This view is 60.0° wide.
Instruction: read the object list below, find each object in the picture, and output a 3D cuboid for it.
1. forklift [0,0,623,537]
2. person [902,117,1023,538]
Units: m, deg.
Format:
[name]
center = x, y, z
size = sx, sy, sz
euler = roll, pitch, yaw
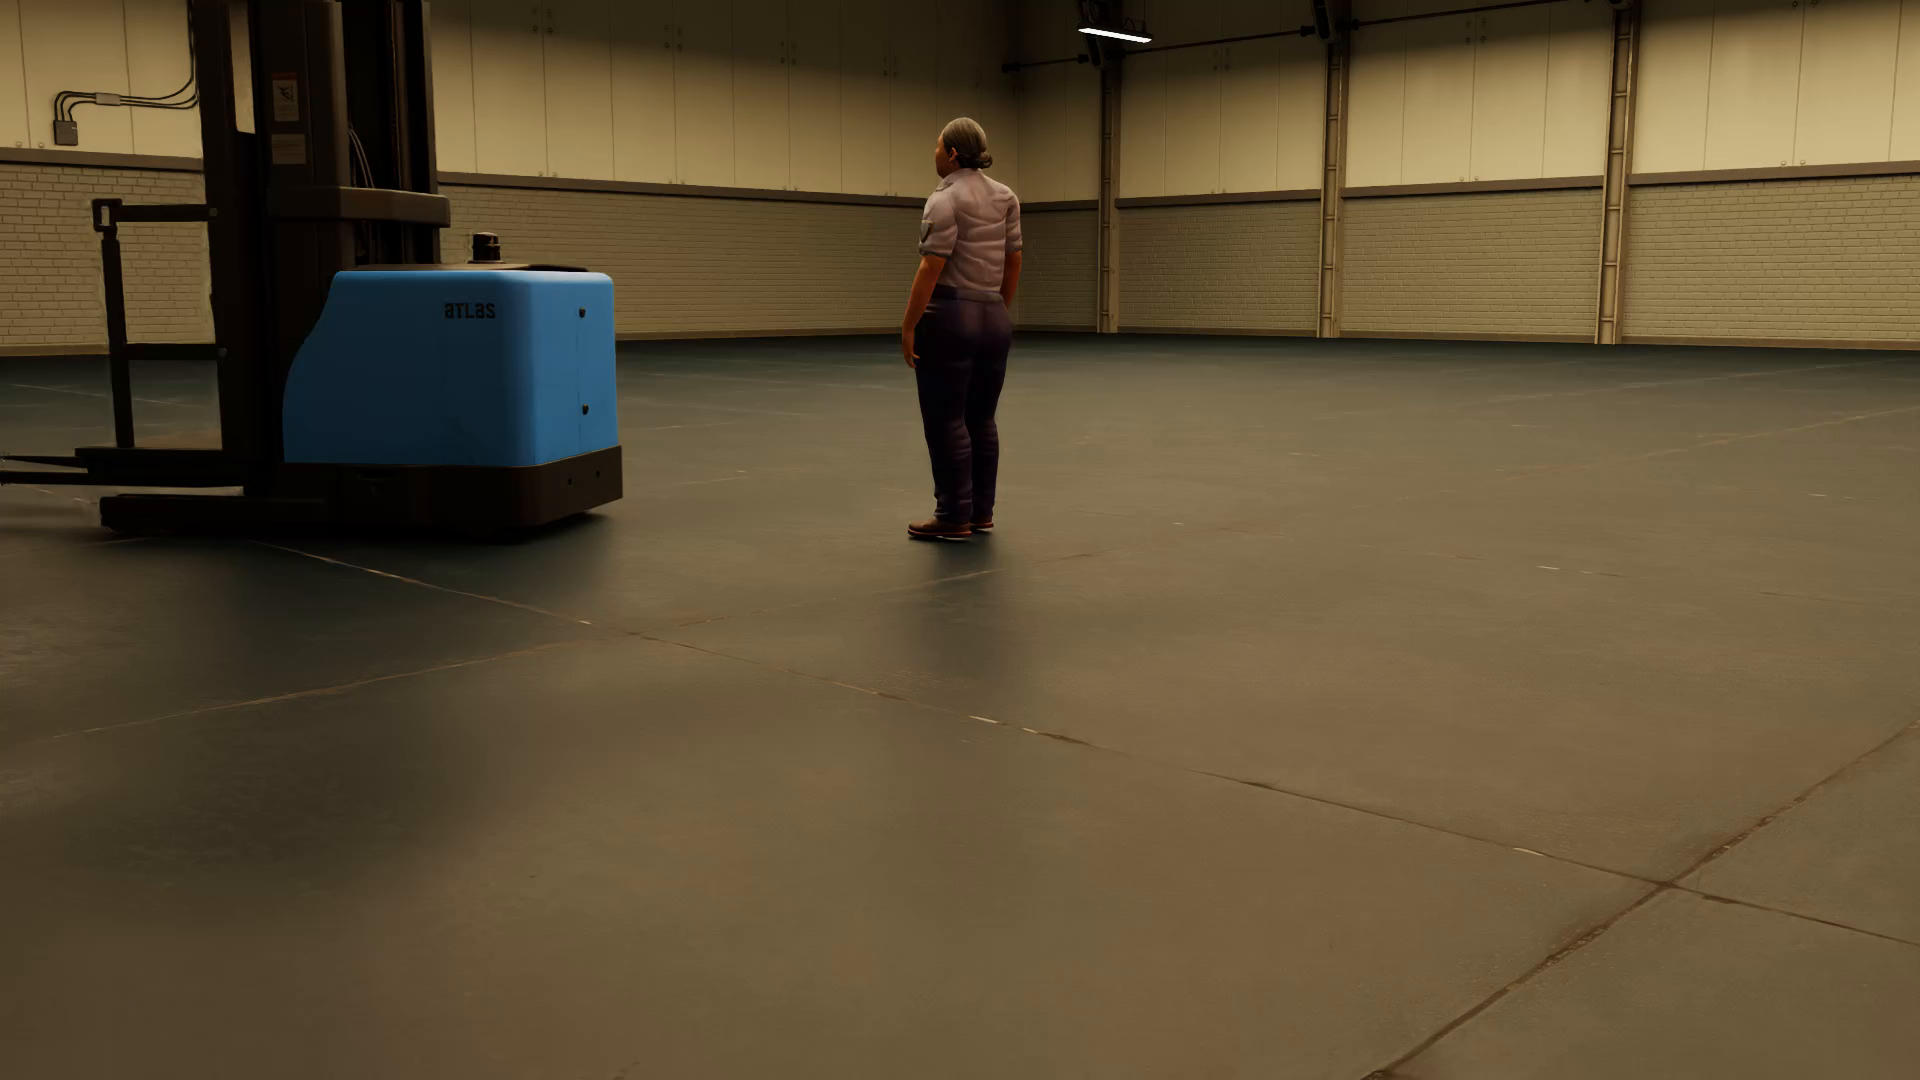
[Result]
[forklift]
center = -3.084, -1.541, 7.109
size = 3.031, 2.935, 1.130
euler = 1, 9, 10
[person]
center = -0.049, -0.833, 6.672
size = 0.502, 1.651, 0.598
euler = 8, 12, 43
